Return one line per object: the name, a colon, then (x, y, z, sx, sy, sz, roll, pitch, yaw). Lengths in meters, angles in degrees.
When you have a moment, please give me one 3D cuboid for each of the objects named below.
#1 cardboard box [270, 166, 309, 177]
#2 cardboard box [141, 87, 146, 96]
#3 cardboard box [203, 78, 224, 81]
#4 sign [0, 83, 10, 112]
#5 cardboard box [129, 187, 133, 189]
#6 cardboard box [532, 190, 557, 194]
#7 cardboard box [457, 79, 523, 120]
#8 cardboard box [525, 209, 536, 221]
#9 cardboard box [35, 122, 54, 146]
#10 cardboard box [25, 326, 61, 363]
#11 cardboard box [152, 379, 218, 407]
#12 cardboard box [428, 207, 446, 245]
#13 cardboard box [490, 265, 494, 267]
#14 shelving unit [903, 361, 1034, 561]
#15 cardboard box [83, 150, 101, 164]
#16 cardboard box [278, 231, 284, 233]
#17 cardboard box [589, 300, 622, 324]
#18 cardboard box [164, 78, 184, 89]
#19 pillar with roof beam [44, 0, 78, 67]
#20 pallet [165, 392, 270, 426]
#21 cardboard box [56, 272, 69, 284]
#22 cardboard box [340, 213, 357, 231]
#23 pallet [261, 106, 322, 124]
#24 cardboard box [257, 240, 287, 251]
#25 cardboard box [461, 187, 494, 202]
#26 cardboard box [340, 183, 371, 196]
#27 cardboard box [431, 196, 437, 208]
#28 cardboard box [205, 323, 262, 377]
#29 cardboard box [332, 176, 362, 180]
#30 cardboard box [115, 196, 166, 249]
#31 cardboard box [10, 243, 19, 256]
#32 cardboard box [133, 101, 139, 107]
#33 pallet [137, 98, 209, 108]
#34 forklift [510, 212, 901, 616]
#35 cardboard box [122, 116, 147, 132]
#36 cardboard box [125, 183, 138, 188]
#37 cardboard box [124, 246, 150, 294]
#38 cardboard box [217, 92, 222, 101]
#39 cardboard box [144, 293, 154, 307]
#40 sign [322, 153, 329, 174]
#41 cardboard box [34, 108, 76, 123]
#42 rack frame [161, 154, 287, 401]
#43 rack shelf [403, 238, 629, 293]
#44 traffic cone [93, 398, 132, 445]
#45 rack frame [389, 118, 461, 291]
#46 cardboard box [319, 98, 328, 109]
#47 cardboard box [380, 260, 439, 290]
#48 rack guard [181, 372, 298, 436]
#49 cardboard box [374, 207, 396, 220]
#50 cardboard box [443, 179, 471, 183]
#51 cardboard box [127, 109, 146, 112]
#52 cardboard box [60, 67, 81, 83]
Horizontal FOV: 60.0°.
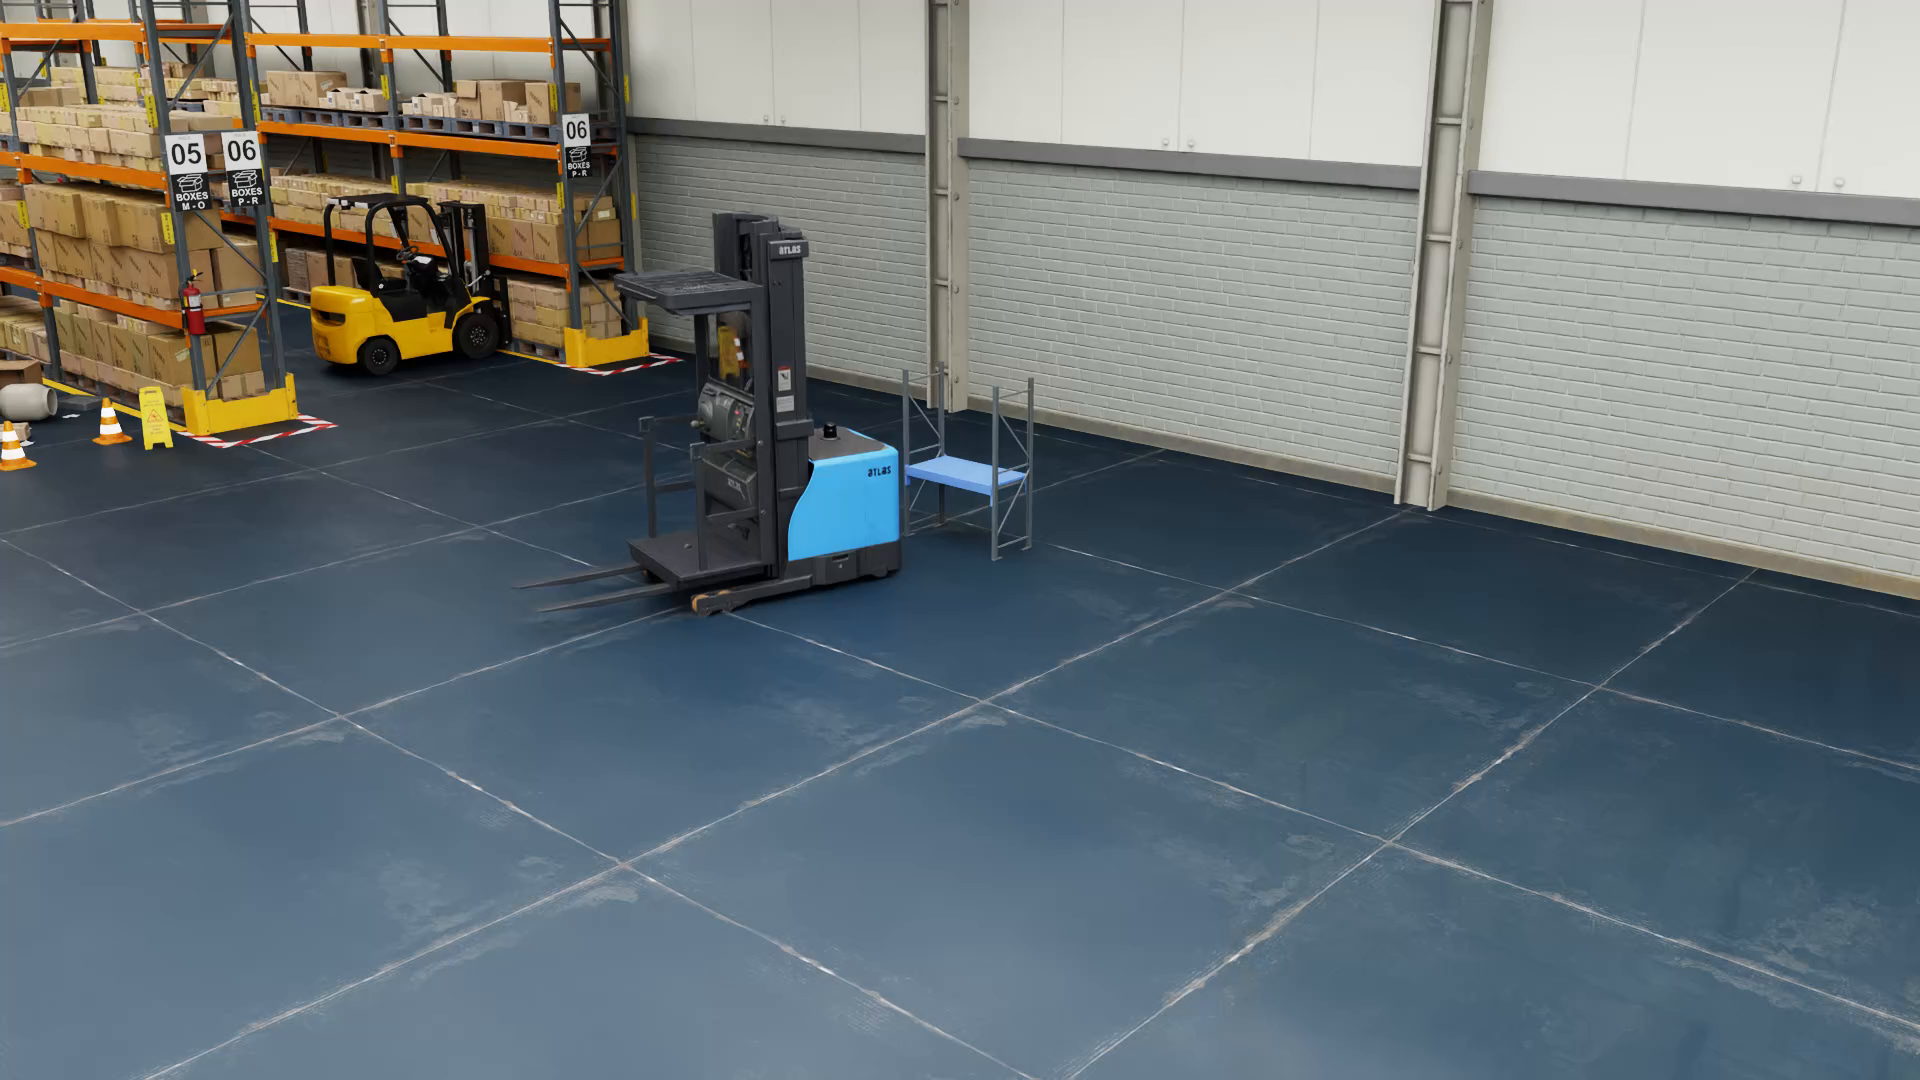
cardboard box: (-10.972, -5.831, 27.166, 0.500, 0.500, 0.500, 16, 24, 42)
cardboard box: (-13.724, -7.655, 28.372, 0.250, 0.149, 0.380, 15, 23, 40)
cardboard box: (-12.449, -7.642, 27.838, 0.250, 0.149, 0.380, 15, 23, 40)
sign: (-11.357, -5.255, 19.747, 0.005, 0.325, 0.100, 15, 23, 39)
cardboard box: (-14.687, -6.287, 29.880, 0.250, 0.149, 0.380, 16, 23, 41)
cardboard box: (-5.586, -4.663, 22.616, 0.250, 0.149, 0.380, 16, 24, 41)
cardboard box: (-6.312, -5.953, 22.422, 0.637, 0.503, 0.797, 16, 24, 41)
cardboard box: (-5.517, -4.312, 22.001, 0.250, 0.149, 0.380, 16, 23, 40)
cardboard box: (-10.452, -4.766, 19.467, 0.500, 0.250, 0.500, 15, 23, 39)
cardboard box: (-11.385, -2.570, 21.400, 0.625, 0.372, 0.950, 15, 23, 40)
cardboard box: (-8.801, -1.710, 18.893, 0.500, 0.250, 0.500, 15, 23, 39)
cardboard box: (-7.140, -4.440, 23.478, 0.500, 0.500, 0.500, 16, 23, 40)
cardboard box: (-6.814, -3.854, 23.995, 0.500, 0.250, 0.500, 15, 23, 38)
shelving unit: (0.064, -0.698, 14.331, 1.048, 1.500, 0.538, 15, 23, 39)
cardboard box: (-9.630, -4.331, 18.756, 0.250, 0.149, 0.380, 15, 23, 39)
cardboard box: (-11.664, -5.146, 28.233, 0.250, 0.149, 0.380, 14, 23, 38)
cardboard box: (-4.921, -3.107, 22.469, 0.500, 0.250, 0.500, 16, 23, 40)
cardboard box: (-13.132, -7.644, 27.845, 0.250, 0.149, 0.380, 15, 23, 38)
pillar with roof beam: (-20.951, -9.681, 30.241, 0.400, 9.000, 9.100, 15, 23, 39)
pallet: (-8.641, -1.572, 19.215, 1.213, 0.211, 1.003, 15, 23, 39)
cardboard box: (-10.745, -3.223, 20.223, 0.250, 0.149, 0.380, 16, 24, 41)
cardboard box: (-8.981, -4.818, 25.082, 0.500, 0.250, 0.500, 15, 23, 40)
pallet: (-10.124, -6.668, 26.017, 1.003, 0.211, 1.213, 16, 24, 42)
cardboard box: (-11.229, -4.804, 27.156, 0.250, 0.149, 0.380, 14, 22, 37)
cardboard box: (-6.642, -4.768, 22.947, 0.250, 0.149, 0.380, 15, 23, 39)
cardboard box: (-9.078, -5.266, 25.009, 0.250, 0.149, 0.380, 15, 23, 40)
cardboard box: (-7.228, -4.777, 23.467, 0.250, 0.149, 0.380, 15, 23, 39)
cardboard box: (-8.438, -2.190, 19.167, 0.500, 0.500, 0.500, 14, 22, 37)
cardboard box: (-9.661, -5.655, 26.234, 0.250, 0.149, 0.380, 14, 23, 38)
cardboard box: (-8.900, -3.537, 18.487, 0.500, 0.500, 0.700, 15, 23, 40)
cardboard box: (-11.745, -3.696, 21.019, 0.250, 0.149, 0.380, 14, 22, 38)
cardboard box: (-14.148, -7.563, 28.940, 0.250, 0.149, 0.380, 15, 23, 39)
pallet: (-13.242, -7.441, 28.451, 1.003, 0.211, 1.213, 15, 23, 39)
forklift: (-2.001, -0.993, 12.895, 3.031, 2.935, 1.130, -11, 21, -31)
cardboard box: (-8.819, -4.513, 18.012, 0.250, 0.149, 0.380, 15, 23, 39)
cardboard box: (-14.610, -6.462, 29.771, 0.500, 0.250, 0.500, 15, 23, 39)
cardboard box: (-8.960, -3.052, 18.612, 0.500, 0.500, 0.500, 15, 23, 39)
cardboard box: (-11.845, -7.226, 27.051, 0.250, 0.149, 0.380, 15, 23, 40)
cardboard box: (-8.862, -2.703, 18.586, 0.250, 0.149, 0.380, 15, 23, 38)
sign: (-10.325, -6.122, 27.031, 0.005, 0.325, 0.100, 15, 23, 39)
cardboard box: (-10.567, -4.970, 19.451, 0.250, 0.149, 0.380, 14, 22, 38)
rack frame: (-8.000, -2.714, 18.206, 0.127, 3.000, 1.000, 15, 23, 39)
rack shelf: (-6.204, -3.897, 23.121, 4.000, 0.370, 1.077, 15, 23, 39)
traffic cone: (-9.177, -1.300, 17.942, 0.334, 0.463, 0.336, 15, 23, 39)
rack frame: (-7.699, -4.641, 24.277, 0.127, 3.000, 1.000, 15, 23, 39)
cardboard box: (-9.300, -6.506, 24.750, 0.250, 0.149, 0.380, 15, 23, 39)
cardboard box: (-8.097, -3.812, 24.895, 0.625, 0.625, 0.875, 16, 24, 42)
rack guard: (-8.056, -1.538, 18.632, 0.348, 0.500, 1.175, 15, 23, 39)
cardboard box: (-8.236, -4.849, 24.353, 0.500, 0.250, 0.500, 14, 23, 38)
cardboard box: (-7.260, -5.144, 24.132, 0.250, 0.149, 0.380, 15, 23, 39)
cardboard box: (-9.386, -4.904, 19.242, 0.250, 0.149, 0.380, 15, 23, 40)
cardboard box: (-16.142, -8.537, 30.523, 0.500, 0.250, 0.500, 15, 23, 39)
